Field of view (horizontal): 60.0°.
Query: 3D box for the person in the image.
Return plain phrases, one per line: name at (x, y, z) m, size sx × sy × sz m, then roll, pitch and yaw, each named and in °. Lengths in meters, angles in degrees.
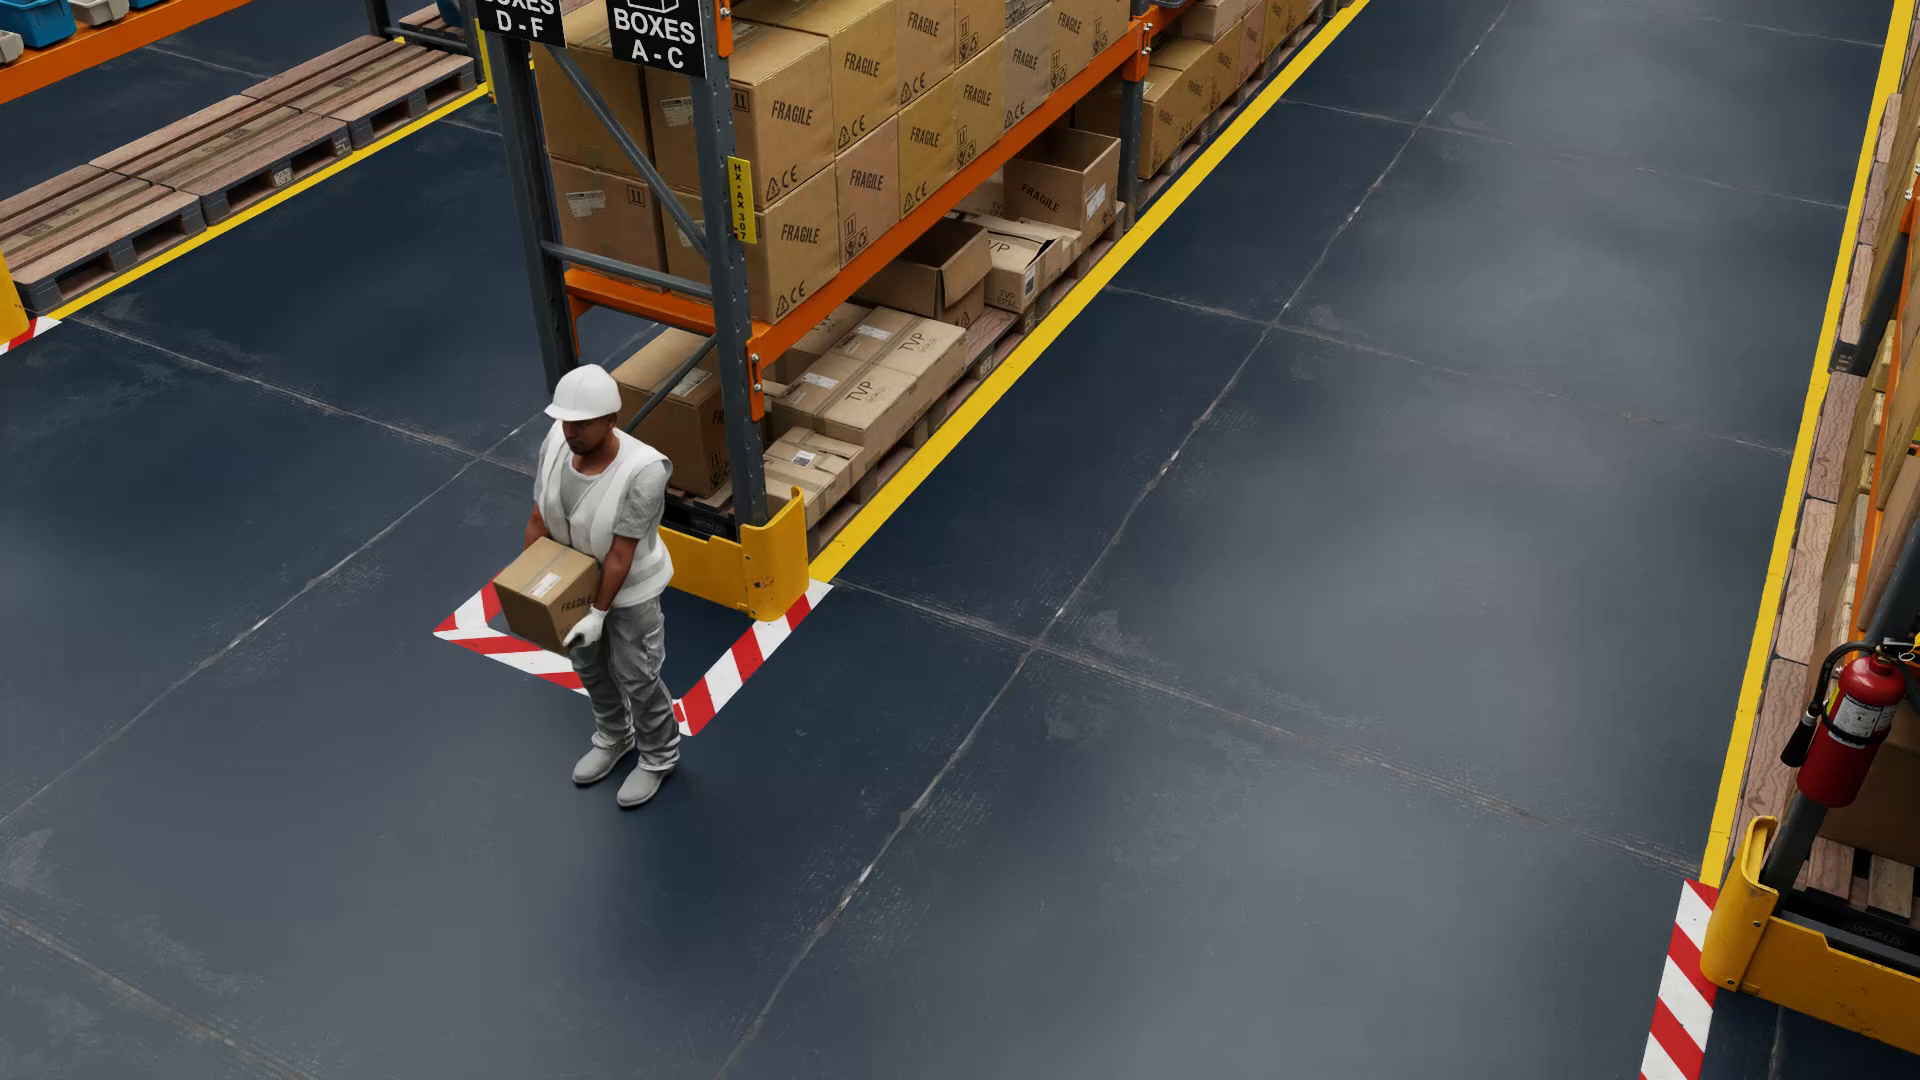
person at (-1.283, 0.208, 5.864) m, size 0.490 × 1.782 × 0.576 m, roll 21°, pitch 42°, yaw 25°
